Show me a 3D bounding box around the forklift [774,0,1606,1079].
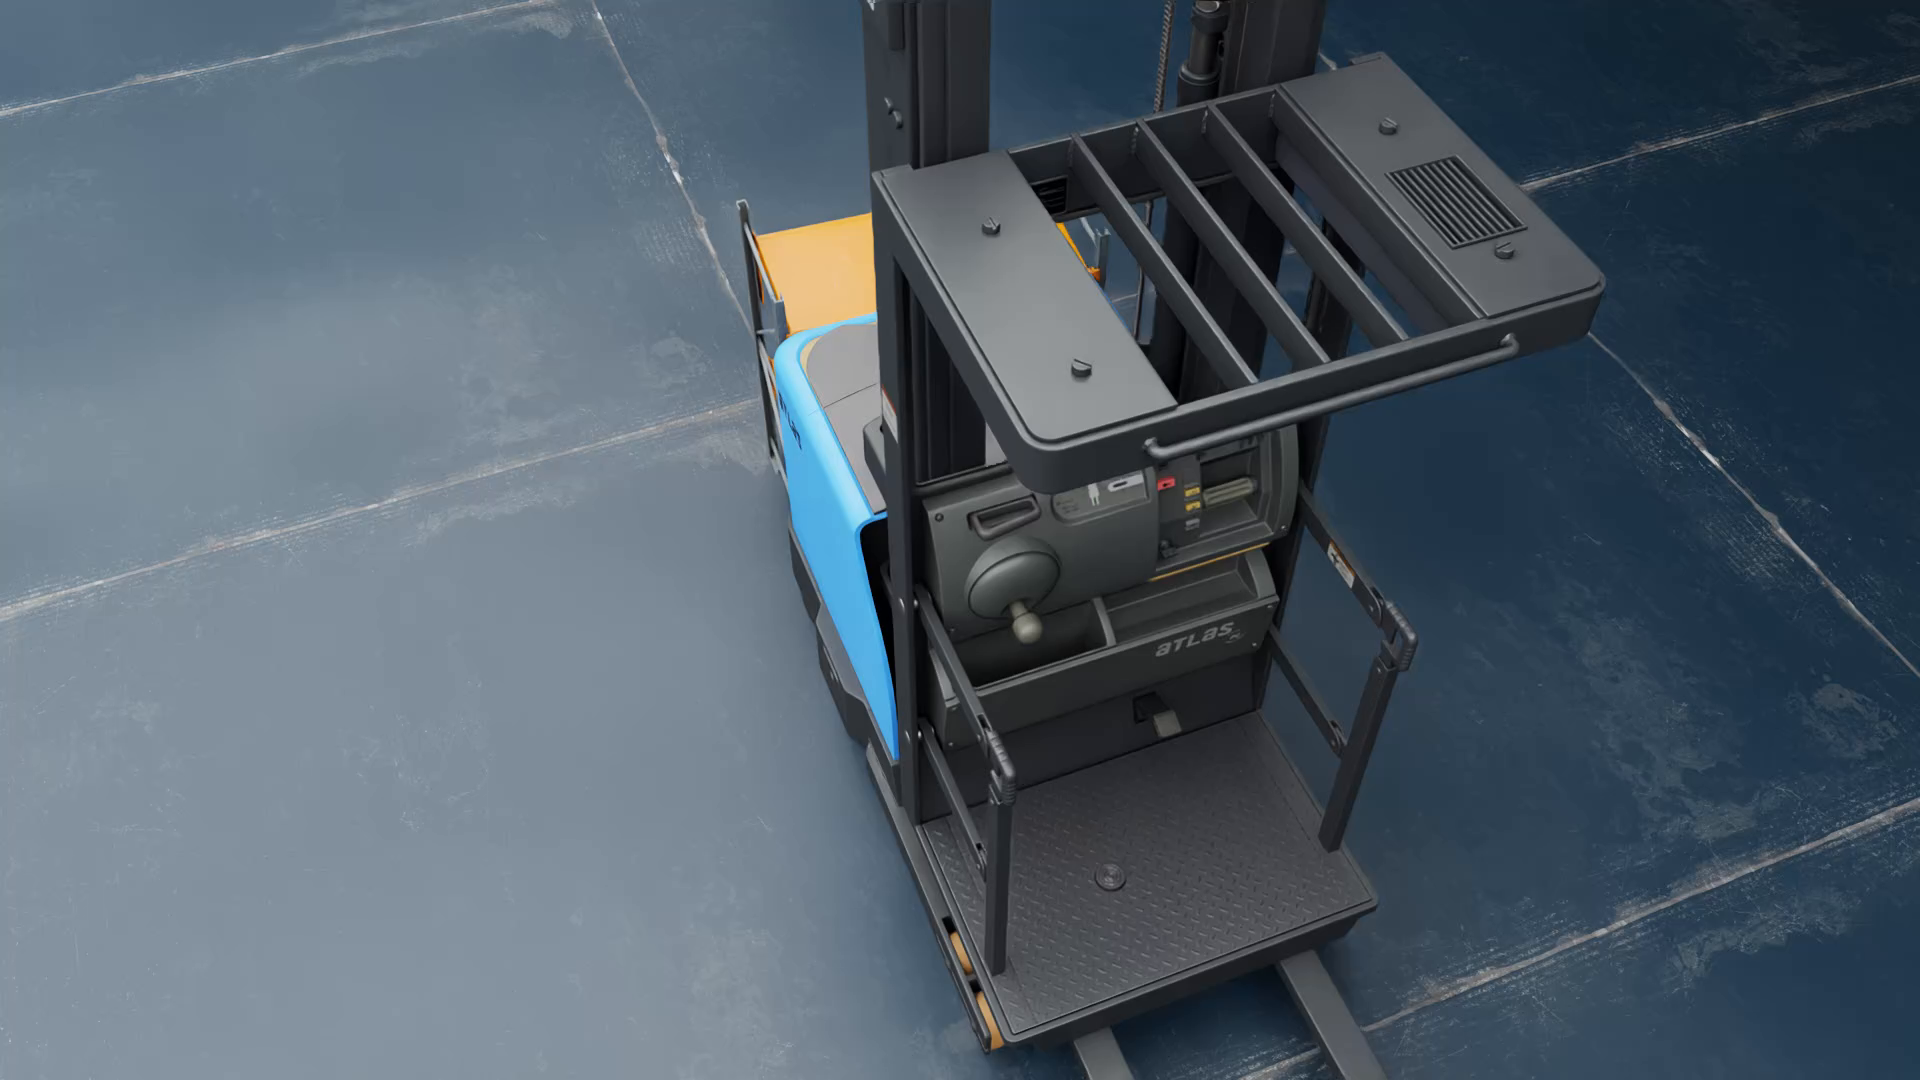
[{"bbox_3d":[0.452,0.062,3.765,1.130,2.935,3.031,-17,51,-14],"label":"forklift"}]

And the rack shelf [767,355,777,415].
[{"bbox_3d":[-0.121,-0.470,5.734,1.000,0.278,0.538,-14,51,-12],"label":"rack shelf"}]

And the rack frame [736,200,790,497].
[{"bbox_3d":[-0.605,-0.511,5.447,0.032,1.125,0.500,-14,51,-12],"label":"rack frame"}]

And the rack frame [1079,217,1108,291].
[{"bbox_3d":[0.362,-0.748,5.651,0.032,1.125,0.500,-14,51,-12],"label":"rack frame"}]

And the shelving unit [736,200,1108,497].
[{"bbox_3d":[-0.121,-0.629,5.549,1.048,1.125,0.538,-14,51,-12],"label":"shelving unit"}]

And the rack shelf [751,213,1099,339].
[{"bbox_3d":[-0.121,-0.820,5.327,1.000,0.278,0.538,-14,51,-12],"label":"rack shelf"}]
